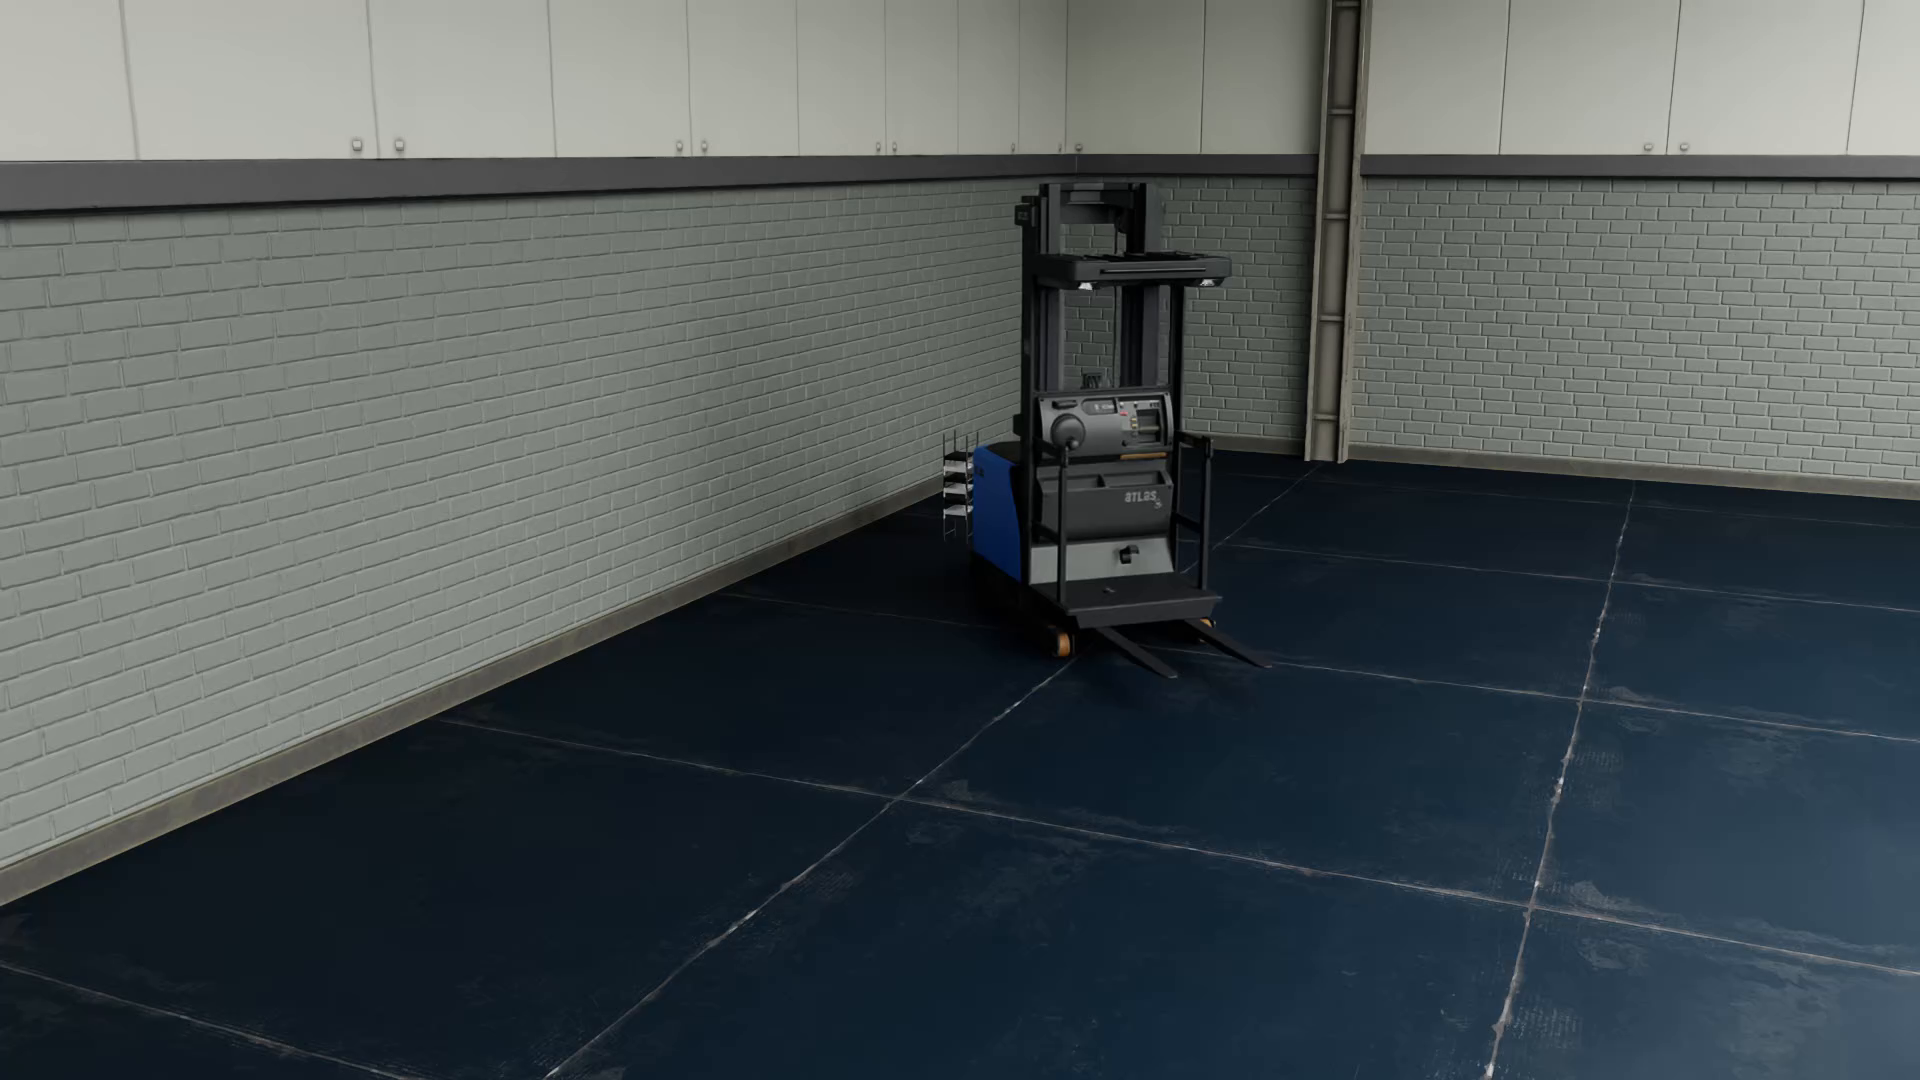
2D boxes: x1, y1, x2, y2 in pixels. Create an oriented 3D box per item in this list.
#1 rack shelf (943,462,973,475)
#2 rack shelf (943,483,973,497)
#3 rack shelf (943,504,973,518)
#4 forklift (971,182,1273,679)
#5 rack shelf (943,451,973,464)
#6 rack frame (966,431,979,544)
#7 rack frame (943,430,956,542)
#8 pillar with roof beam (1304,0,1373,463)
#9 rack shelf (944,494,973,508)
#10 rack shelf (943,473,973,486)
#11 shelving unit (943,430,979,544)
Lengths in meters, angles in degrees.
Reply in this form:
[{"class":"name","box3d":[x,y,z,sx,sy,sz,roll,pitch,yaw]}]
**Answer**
[{"class":"rack shelf","box3d":[0.007,-0.580,13.615,0.200,0.077,0.258,6,14,23]},{"class":"rack shelf","box3d":[0.007,-0.405,13.656,0.200,0.077,0.258,6,14,23]},{"class":"rack shelf","box3d":[0.007,-0.230,13.698,0.200,0.077,0.258,6,14,23]},{"class":"forklift","box3d":[1.024,-0.780,10.664,1.130,2.935,3.031,-4,14,-18]},{"class":"rack shelf","box3d":[0.007,-0.668,13.595,0.200,0.077,0.258,6,14,23]},{"class":"rack frame","box3d":[0.100,-0.428,13.609,0.006,0.900,0.240,6,14,23]},{"class":"rack frame","box3d":[-0.086,-0.447,13.689,0.006,0.900,0.240,6,14,23]},{"class":"pillar with roof beam","box3d":[2.073,-4.322,12.475,0.400,9.000,9.100,6,14,23]},{"class":"rack shelf","box3d":[0.007,-0.317,13.677,0.200,0.077,0.258,6,14,23]},{"class":"rack shelf","box3d":[0.007,-0.493,13.636,0.200,0.077,0.258,6,14,23]},{"class":"shelving unit","box3d":[0.007,-0.437,13.649,0.210,0.900,0.258,6,14,23]}]
